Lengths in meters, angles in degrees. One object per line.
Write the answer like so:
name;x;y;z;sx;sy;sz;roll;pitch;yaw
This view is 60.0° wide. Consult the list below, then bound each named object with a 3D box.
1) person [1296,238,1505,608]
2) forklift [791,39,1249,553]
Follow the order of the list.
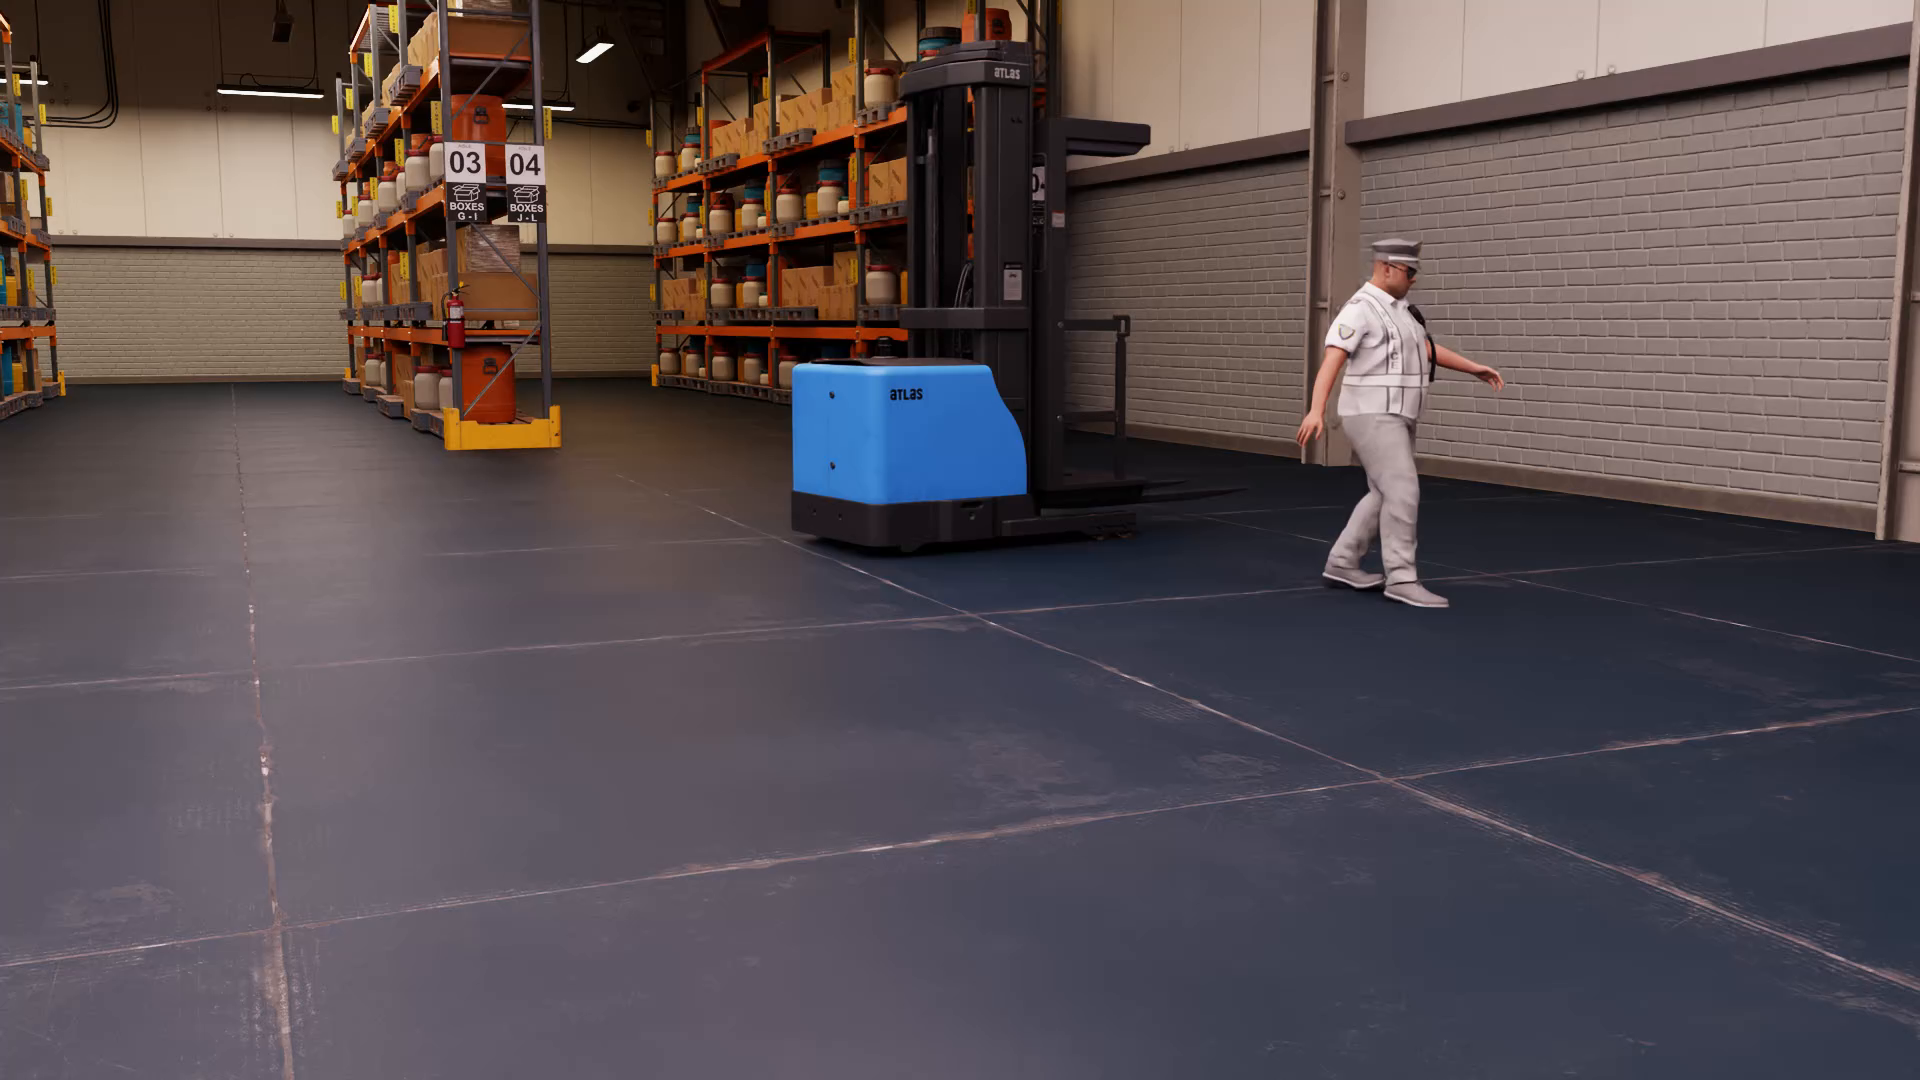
person;2.060;-0.568;7.953;0.771;1.727;0.977;6;10;38
forklift;0.486;-1.504;10.346;3.031;2.935;1.130;-5;9;-33
